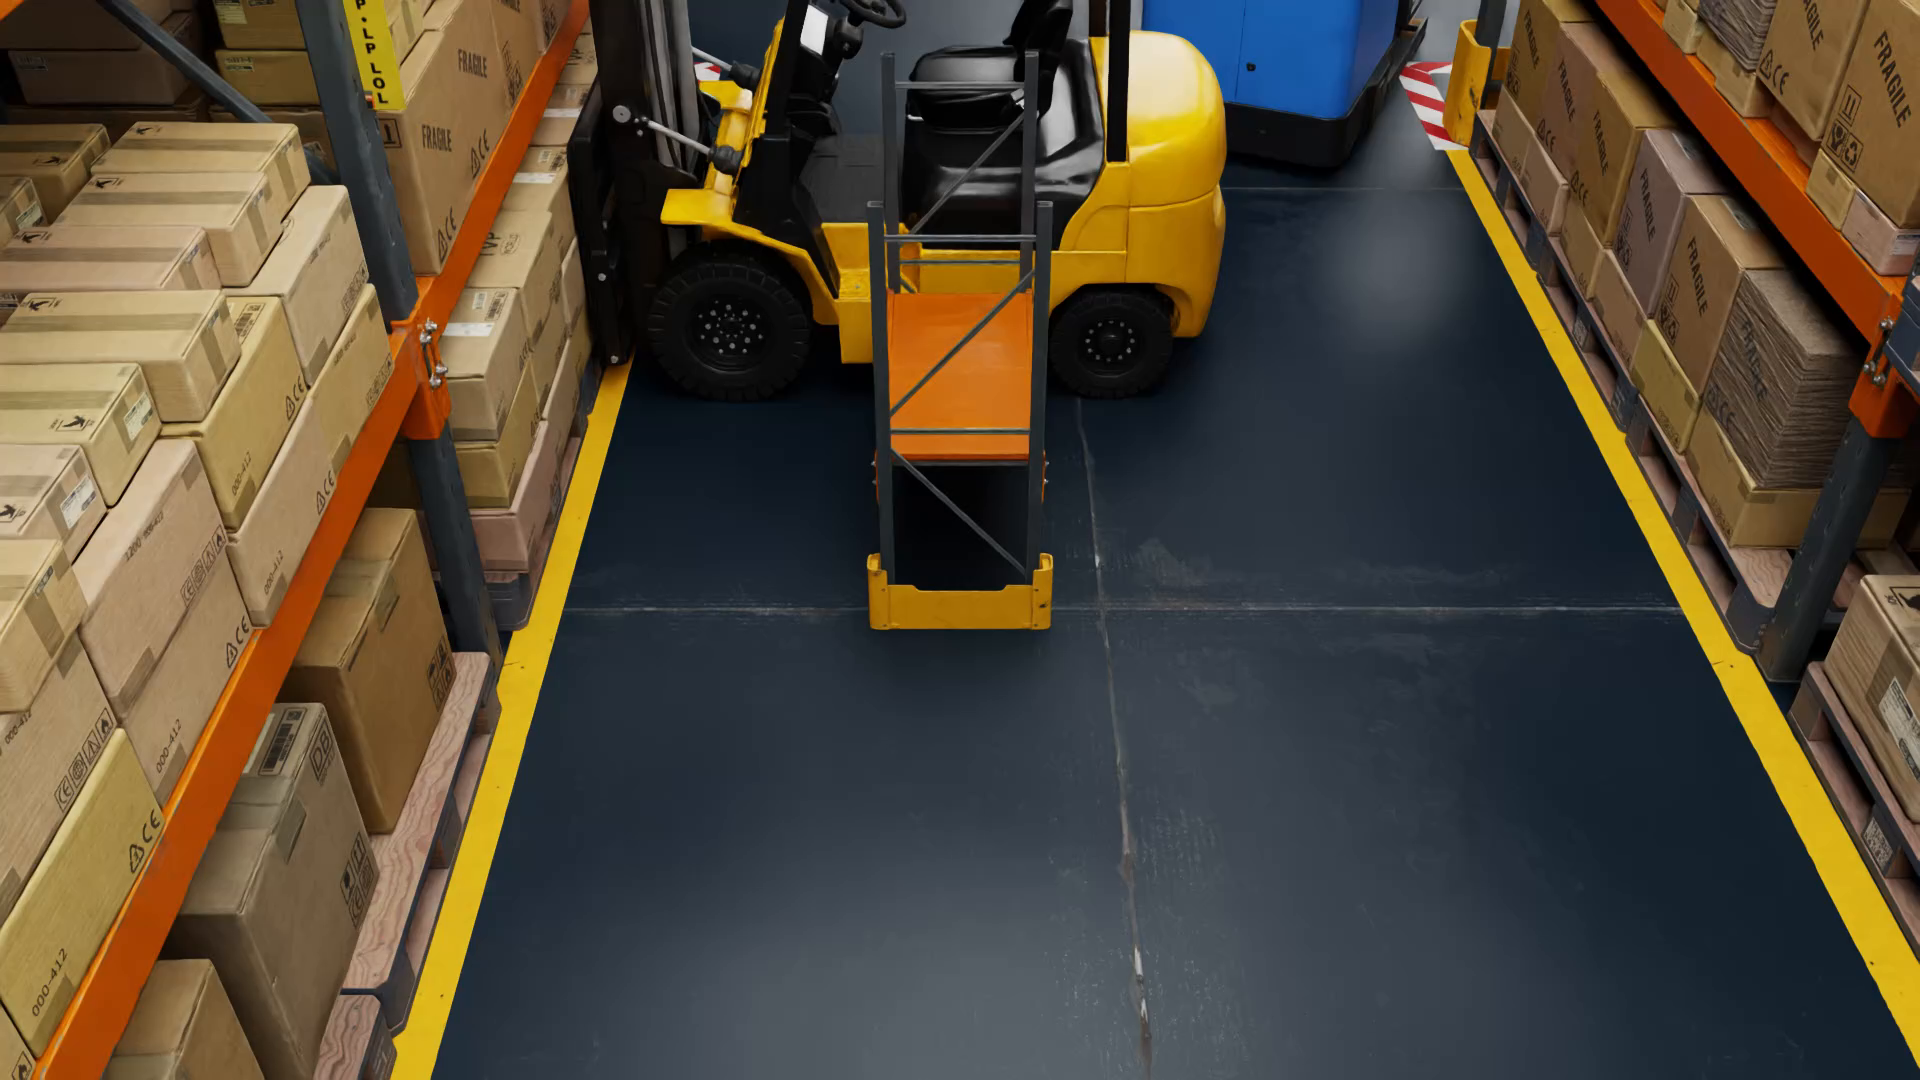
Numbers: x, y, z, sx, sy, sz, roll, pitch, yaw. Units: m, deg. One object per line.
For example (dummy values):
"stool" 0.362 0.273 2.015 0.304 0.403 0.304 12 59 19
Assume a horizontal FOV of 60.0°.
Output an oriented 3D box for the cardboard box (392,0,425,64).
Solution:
"cardboard box" -1.684 -1.406 4.507 0.380 0.149 0.250 1 39 1

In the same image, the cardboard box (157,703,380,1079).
"cardboard box" -1.940 0.822 3.889 0.875 0.625 0.625 0 39 0

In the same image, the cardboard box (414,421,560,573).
"cardboard box" -1.614 -0.146 5.397 0.500 0.250 0.500 0 39 0

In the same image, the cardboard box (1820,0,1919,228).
"cardboard box" 2.769 -1.191 4.520 0.500 0.500 0.500 -1 39 -1

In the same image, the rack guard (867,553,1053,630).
"rack guard" 0.000 0.166 5.343 0.587 0.250 0.087 0 39 0

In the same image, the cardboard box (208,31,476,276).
"cardboard box" -1.684 -1.069 4.605 0.500 0.500 0.500 -1 39 -1

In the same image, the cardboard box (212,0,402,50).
"cardboard box" -1.649 -1.360 4.212 0.380 0.149 0.250 1 39 1

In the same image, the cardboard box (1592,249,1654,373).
"cardboard box" 2.743 -0.870 6.300 0.500 0.250 0.500 1 39 1

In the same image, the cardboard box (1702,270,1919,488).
"cardboard box" 2.750 -0.512 5.253 0.500 0.500 0.500 -1 39 -1

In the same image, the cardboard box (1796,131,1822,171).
"cardboard box" 2.784 -1.180 5.025 0.380 0.149 0.250 0 39 0

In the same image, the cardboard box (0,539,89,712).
"cardboard box" -1.614 0.134 2.586 0.380 0.149 0.250 -1 39 -1

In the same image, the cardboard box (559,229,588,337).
"cardboard box" -1.628 -0.970 6.025 0.500 0.250 0.500 0 39 0

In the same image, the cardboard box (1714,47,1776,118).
"cardboard box" 2.709 -1.496 5.420 0.380 0.149 0.250 -1 39 -1

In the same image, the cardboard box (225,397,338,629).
"cardboard box" -1.677 -0.065 3.552 0.500 0.250 0.500 0 39 0

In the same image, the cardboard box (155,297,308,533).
"cardboard box" -1.681 -0.260 3.396 0.500 0.250 0.500 -1 39 -1

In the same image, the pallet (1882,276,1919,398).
"pallet" 2.874 -0.205 3.761 1.003 0.211 1.213 0 39 0

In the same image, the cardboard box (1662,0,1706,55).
"cardboard box" 2.702 -1.817 5.820 0.380 0.149 0.250 0 39 0

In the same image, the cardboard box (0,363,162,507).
"cardboard box" -1.686 -0.188 2.988 0.380 0.149 0.250 -1 39 -1

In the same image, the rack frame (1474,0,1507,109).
"rack frame" 3.014 -3.260 7.419 1.000 3.000 0.127 0 39 0

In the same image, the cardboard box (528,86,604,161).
"cardboard box" -1.627 -1.495 6.281 0.500 0.250 0.500 -1 39 -1

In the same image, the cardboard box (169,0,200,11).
"cardboard box" -2.206 -1.517 4.408 0.380 0.149 0.250 -1 39 -1

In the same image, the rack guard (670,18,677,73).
"rack guard" -1.950 -2.293 8.212 1.175 0.500 0.348 0 39 0

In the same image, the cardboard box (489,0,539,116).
"cardboard box" -1.703 -1.711 5.407 0.500 0.500 0.500 0 39 0

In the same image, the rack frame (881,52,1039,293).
"rack frame" -0.001 -0.956 5.744 0.500 1.500 0.032 0 39 0

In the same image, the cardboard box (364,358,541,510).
"cardboard box" -1.637 -0.341 5.240 0.500 0.250 0.500 0 39 0

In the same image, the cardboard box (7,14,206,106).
"cardboard box" -2.202 -1.245 4.307 0.380 0.149 0.250 0 39 0

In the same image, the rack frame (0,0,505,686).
"rack frame" -1.945 -0.752 4.290 1.000 3.000 0.127 0 39 0

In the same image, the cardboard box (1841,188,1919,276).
"cardboard box" 2.713 -0.861 4.627 0.380 0.149 0.250 0 39 -1

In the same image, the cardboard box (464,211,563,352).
"cardboard box" -1.622 -0.856 5.483 0.500 0.250 0.500 0 39 0

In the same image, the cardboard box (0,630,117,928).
"cardboard box" -1.704 0.375 2.604 0.500 0.250 0.500 0 39 1

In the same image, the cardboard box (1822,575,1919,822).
"cardboard box" 3.022 0.431 4.579 0.950 0.372 0.625 0 39 1

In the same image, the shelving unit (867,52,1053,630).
"shelving unit" 0.000 -0.633 5.340 0.587 1.500 1.083 0 39 0

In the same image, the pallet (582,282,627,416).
"pallet" -1.908 -0.927 6.737 1.003 0.211 1.213 0 39 0

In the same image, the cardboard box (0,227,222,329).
"cardboard box" -1.757 -0.517 3.397 0.380 0.149 0.250 0 39 0

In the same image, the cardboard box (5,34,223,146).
"cardboard box" -2.216 -1.072 4.609 0.500 0.500 0.500 0 39 0

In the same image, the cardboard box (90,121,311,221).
"cardboard box" -1.723 -0.831 3.790 0.380 0.149 0.250 1 39 2

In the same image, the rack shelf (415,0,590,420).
"rack shelf" -1.947 -1.722 6.076 1.077 0.370 4.000 0 39 0

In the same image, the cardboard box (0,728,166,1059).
"cardboard box" -1.699 0.569 2.761 0.500 0.250 0.500 1 39 1

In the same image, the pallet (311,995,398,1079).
"pallet" -1.901 1.561 3.633 1.003 0.211 1.213 0 39 0

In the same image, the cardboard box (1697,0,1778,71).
"cardboard box" 2.757 -1.837 5.326 0.500 0.500 0.500 1 39 1

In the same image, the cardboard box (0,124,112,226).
"cardboard box" -2.159 -0.825 3.782 0.380 0.149 0.250 -1 39 -1

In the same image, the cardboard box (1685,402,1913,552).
"cardboard box" 2.749 -0.219 5.487 0.500 0.250 0.500 2 39 2

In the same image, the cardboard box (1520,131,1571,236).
"cardboard box" 2.731 -1.527 7.119 0.500 0.250 0.500 1 39 2

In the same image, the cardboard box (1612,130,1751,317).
"cardboard box" 2.746 -1.149 6.048 0.500 0.500 0.500 2 39 2

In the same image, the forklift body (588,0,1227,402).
"forklift body" -0.123 -1.738 6.199 2.313 2.155 1.214 0 39 0

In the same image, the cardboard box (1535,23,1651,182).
"cardboard box" 2.744 -1.797 6.857 0.500 0.500 0.500 -1 39 -2

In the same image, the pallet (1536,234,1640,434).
"pallet" 2.978 -0.855 6.648 1.003 0.211 1.213 0 39 0

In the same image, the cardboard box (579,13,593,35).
"cardboard box" -1.631 -2.128 7.070 0.500 0.250 0.500 1 39 1

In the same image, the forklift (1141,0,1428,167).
"forklift" 1.904 -3.815 8.167 1.130 2.935 3.031 16 41 19

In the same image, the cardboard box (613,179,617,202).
"cardboard box" -1.625 -1.599 6.810 0.500 0.250 0.500 -1 39 -1

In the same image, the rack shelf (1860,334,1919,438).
"rack shelf" 3.021 0.773 2.962 1.077 0.370 4.000 0 39 0

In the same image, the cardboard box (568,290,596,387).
"cardboard box" -1.647 -0.785 6.194 0.500 0.250 0.500 1 39 1
